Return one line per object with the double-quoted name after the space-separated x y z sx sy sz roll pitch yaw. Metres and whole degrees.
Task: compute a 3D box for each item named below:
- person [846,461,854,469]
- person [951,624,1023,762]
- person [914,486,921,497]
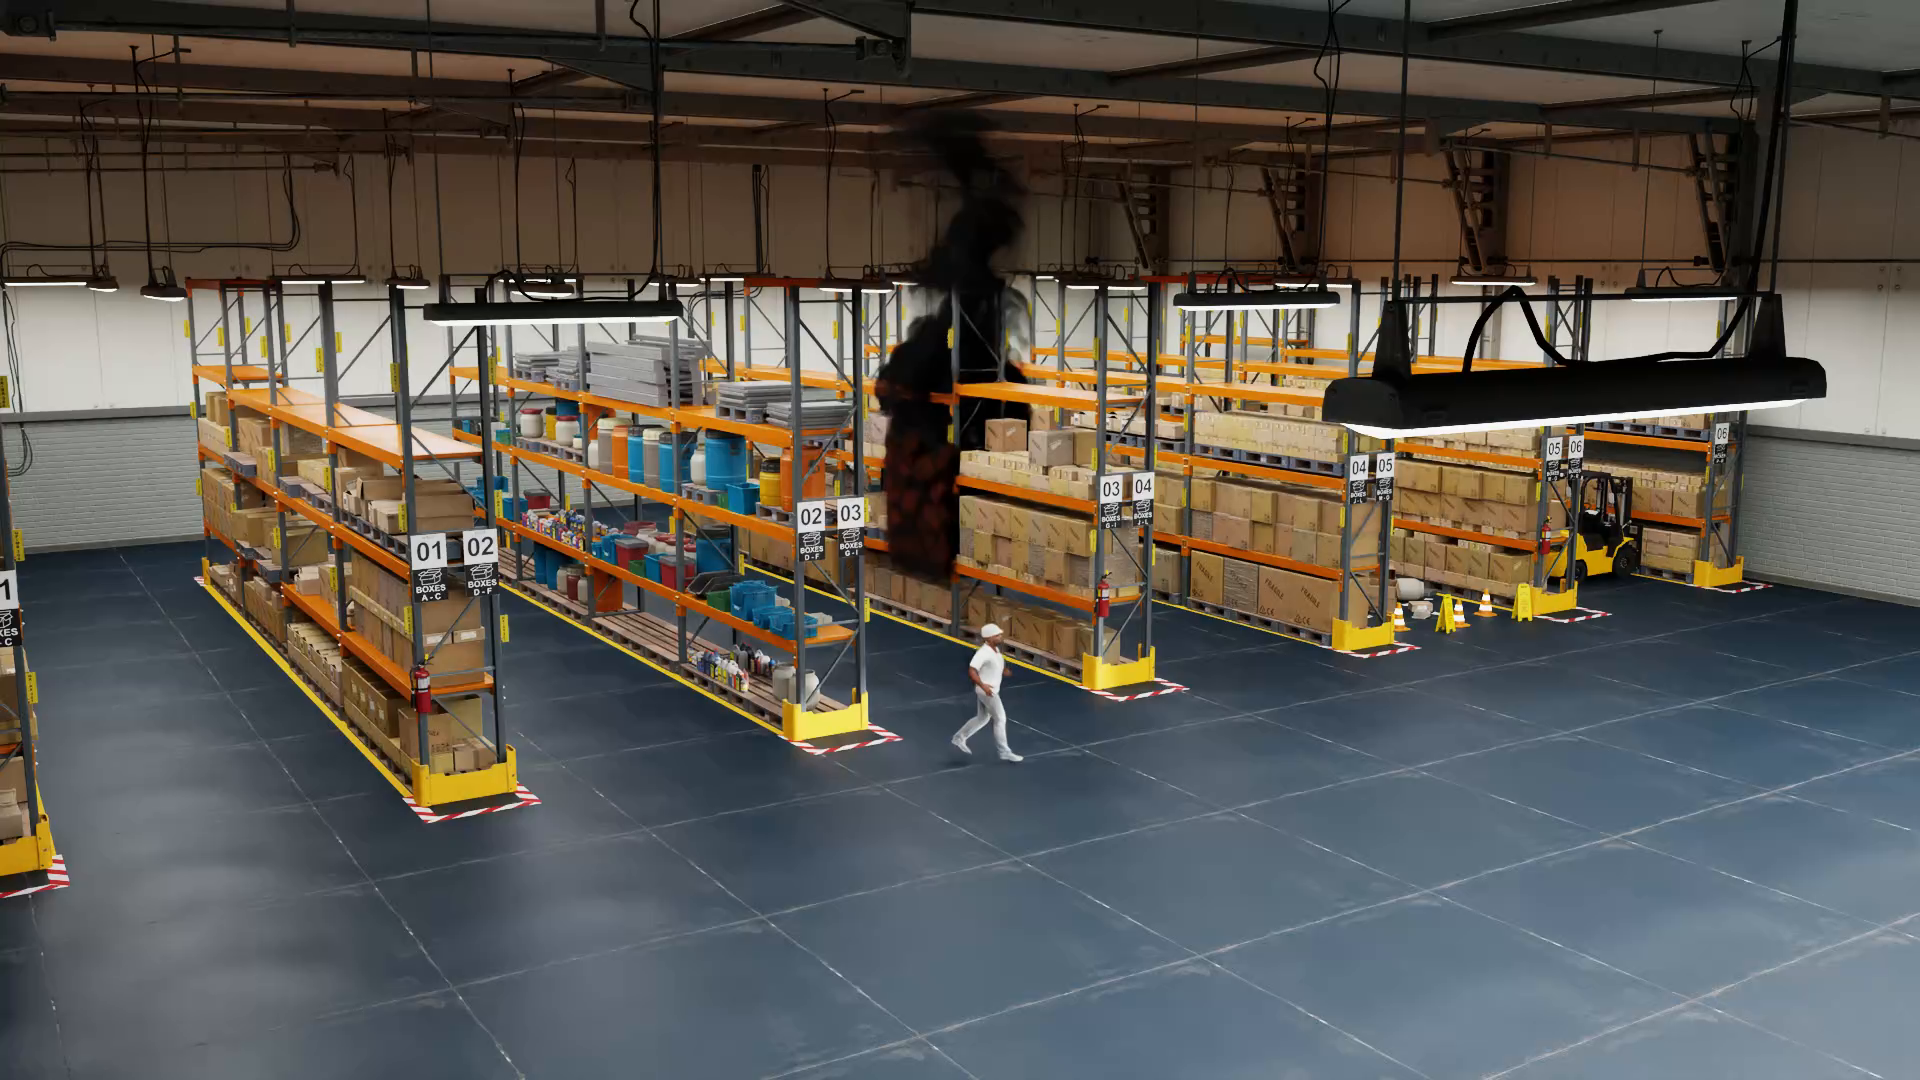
-2.789 -1.428 41.503 0.582 1.653 0.735 7 12 36 "person"
0.341 1.920 21.094 0.926 1.762 0.692 1 10 4 "person"
-0.932 -1.606 42.883 0.875 1.619 0.567 -9 13 -44 "person"
